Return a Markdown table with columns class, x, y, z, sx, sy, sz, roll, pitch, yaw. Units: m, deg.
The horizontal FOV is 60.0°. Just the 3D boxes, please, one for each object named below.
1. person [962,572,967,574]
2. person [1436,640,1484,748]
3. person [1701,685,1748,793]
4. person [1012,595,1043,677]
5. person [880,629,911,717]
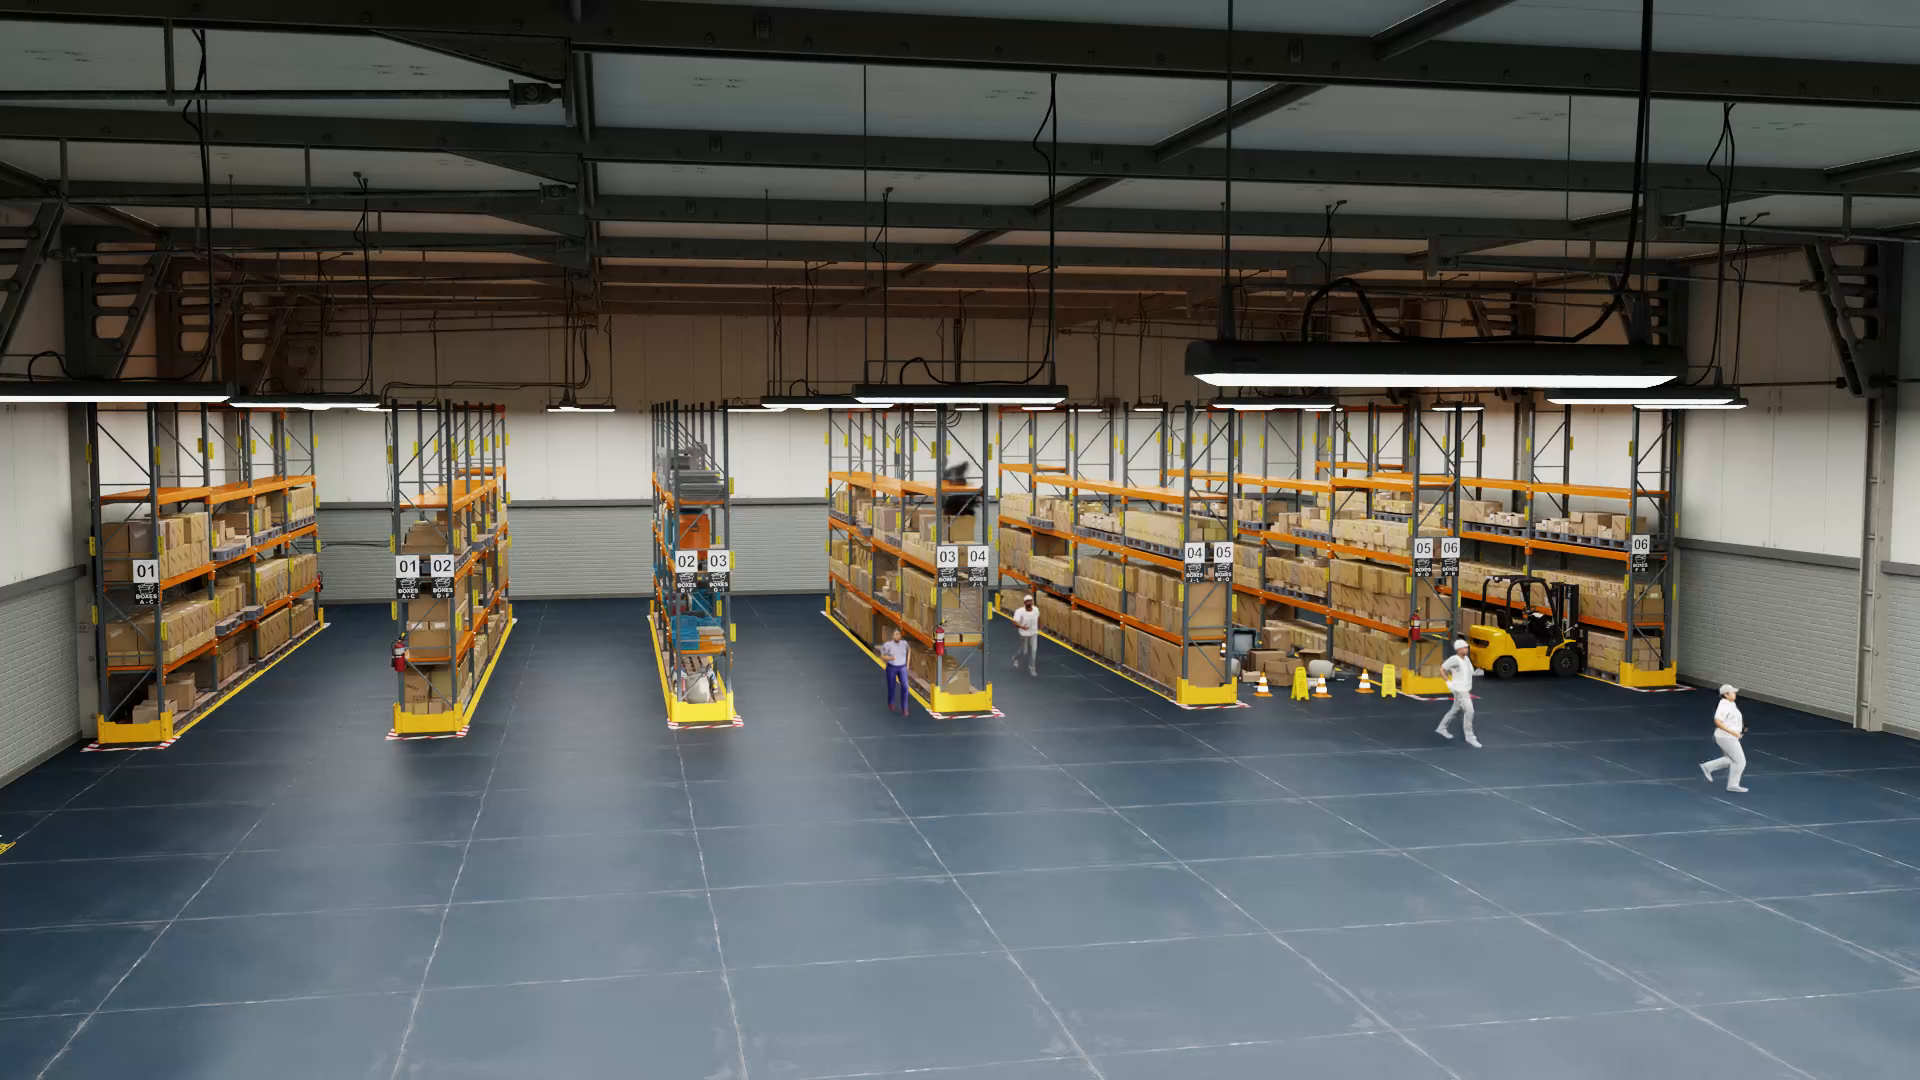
| class | x | y | z | sx | sy | sz | roll | pitch | yaw |
| --- | --- | --- | --- | --- | --- | --- | --- | --- | --- |
| person | -0.026 | 1.202 | 49.069 | 0.720 | 1.647 | 0.723 | -4 | 6 | -40 |
| person | 8.690 | 2.639 | 28.882 | 0.857 | 1.826 | 0.672 | 3 | 5 | 34 |
| person | 11.645 | 3.005 | 25.311 | 0.687 | 1.621 | 0.599 | 2 | 5 | 29 |
| person | 1.490 | 2.085 | 36.691 | 0.710 | 1.767 | 0.941 | -2 | 5 | -20 |
| person | -1.226 | 2.523 | 31.823 | 0.623 | 1.688 | 0.820 | -1 | 4 | -12 |
